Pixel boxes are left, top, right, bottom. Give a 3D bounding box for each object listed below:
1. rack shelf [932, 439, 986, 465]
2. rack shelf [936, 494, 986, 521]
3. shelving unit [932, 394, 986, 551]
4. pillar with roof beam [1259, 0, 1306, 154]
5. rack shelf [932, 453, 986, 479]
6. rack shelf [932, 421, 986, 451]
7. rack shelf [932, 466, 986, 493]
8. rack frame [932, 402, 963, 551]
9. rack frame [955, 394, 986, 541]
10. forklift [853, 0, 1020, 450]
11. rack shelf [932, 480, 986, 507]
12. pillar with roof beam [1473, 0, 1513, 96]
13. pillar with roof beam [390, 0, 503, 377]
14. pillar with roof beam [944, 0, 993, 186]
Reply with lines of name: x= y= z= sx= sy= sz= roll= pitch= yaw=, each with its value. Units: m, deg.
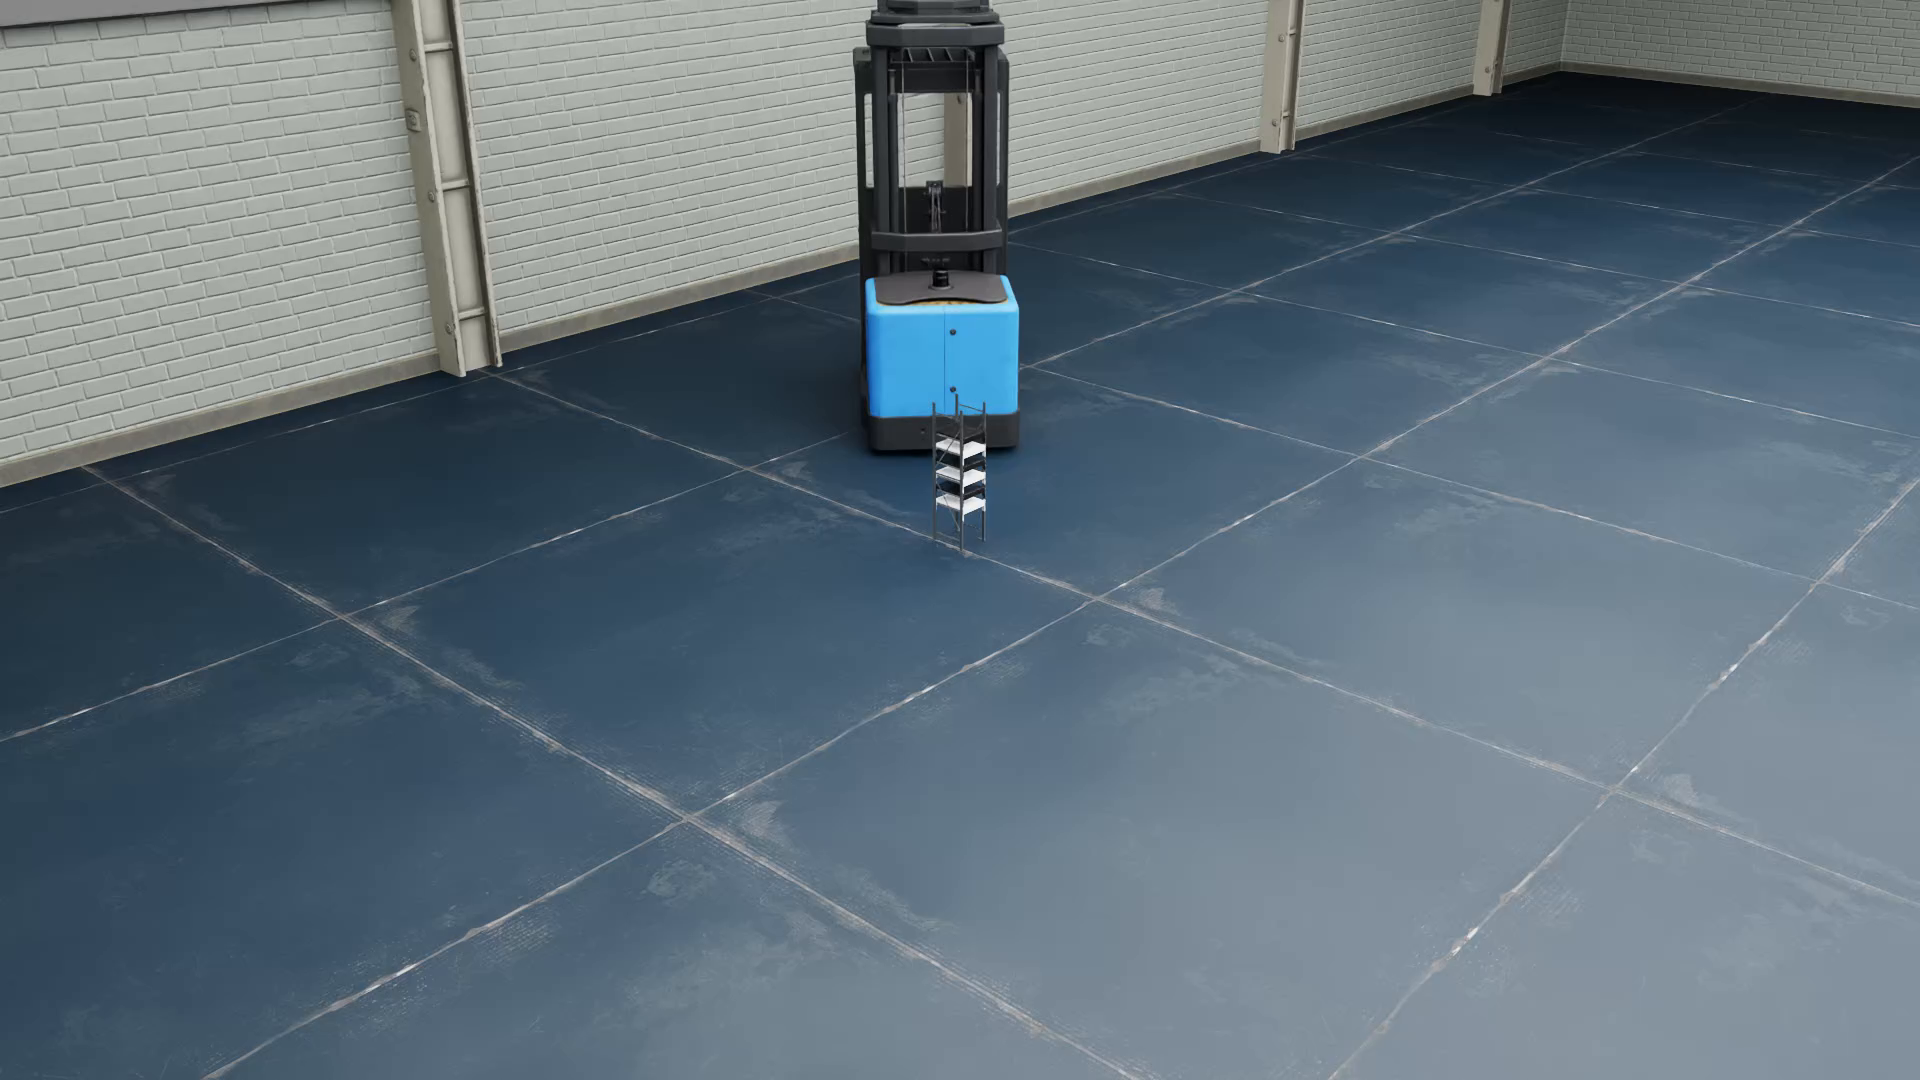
rack shelf: x=-0.005 y=-0.542 z=10.000 sx=0.258 sy=0.077 sz=0.200 roll=20 pitch=31 yaw=38
rack shelf: x=-0.005 y=-0.213 z=10.148 sx=0.258 sy=0.077 sz=0.200 roll=20 pitch=31 yaw=38
shelving unit: x=-0.005 y=-0.408 z=10.060 sx=0.258 sy=0.900 sz=0.210 roll=20 pitch=31 yaw=38
pillar with roof beam: x=7.291 y=-7.973 z=17.033 sx=9.100 sy=9.000 sz=0.400 roll=20 pitch=31 yaw=38
rack shelf: x=-0.005 y=-0.460 z=10.037 sx=0.258 sy=0.077 sz=0.200 roll=20 pitch=31 yaw=38
rack shelf: x=-0.005 y=-0.624 z=9.964 sx=0.258 sy=0.077 sz=0.200 roll=20 pitch=31 yaw=38
rack shelf: x=-0.005 y=-0.378 z=10.074 sx=0.258 sy=0.077 sz=0.200 roll=20 pitch=31 yaw=38
rack frame: x=-0.073 y=-0.377 z=9.991 sx=0.240 sy=0.900 sz=0.006 roll=20 pitch=31 yaw=38
rack frame: x=0.062 y=-0.439 z=10.129 sx=0.240 sy=0.900 sz=0.006 roll=20 pitch=31 yaw=38
forklift: x=-0.216 y=-2.519 z=12.287 sx=1.130 sy=2.935 sz=3.031 roll=-2 pitch=24 yaw=-4
rack shelf: x=-0.005 y=-0.296 z=10.111 sx=0.258 sy=0.077 sz=0.200 roll=20 pitch=31 yaw=38
pillar with roof beam: x=11.296 y=-9.801 z=21.111 sx=9.100 sy=9.000 sz=0.400 roll=20 pitch=31 yaw=38
pillar with roof beam: x=-0.718 y=-4.317 z=8.879 sx=9.100 sy=9.000 sz=0.400 roll=20 pitch=31 yaw=38
pillar with roof beam: x=3.287 y=-6.145 z=12.956 sx=9.100 sy=9.000 sz=0.400 roll=20 pitch=31 yaw=38
